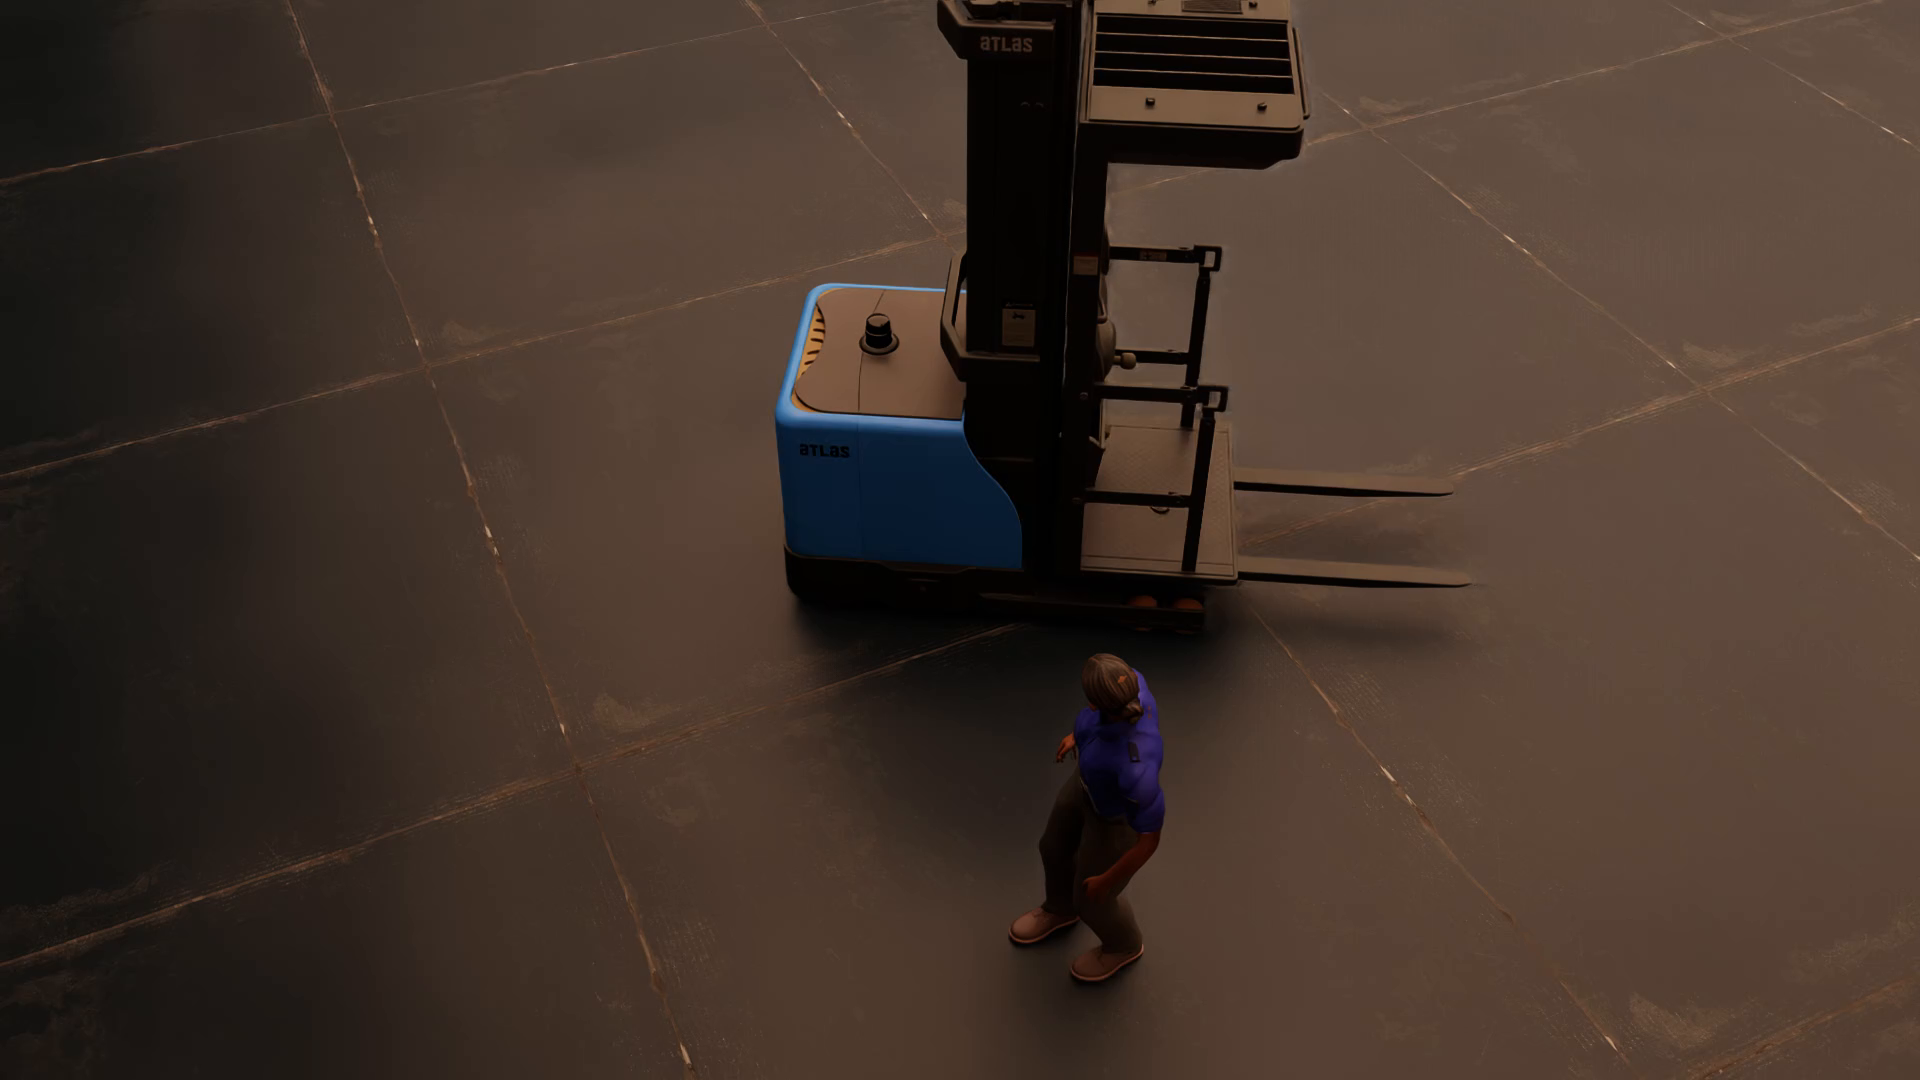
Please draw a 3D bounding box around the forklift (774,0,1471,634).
[{"bbox_3d":[0.766,-1.036,6.790,3.031,2.935,1.130,4,43,4],"label":"forklift"}]

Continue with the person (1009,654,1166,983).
[{"bbox_3d":[0.445,0.949,5.618,0.469,1.636,0.658,-9,44,-10],"label":"person"}]
